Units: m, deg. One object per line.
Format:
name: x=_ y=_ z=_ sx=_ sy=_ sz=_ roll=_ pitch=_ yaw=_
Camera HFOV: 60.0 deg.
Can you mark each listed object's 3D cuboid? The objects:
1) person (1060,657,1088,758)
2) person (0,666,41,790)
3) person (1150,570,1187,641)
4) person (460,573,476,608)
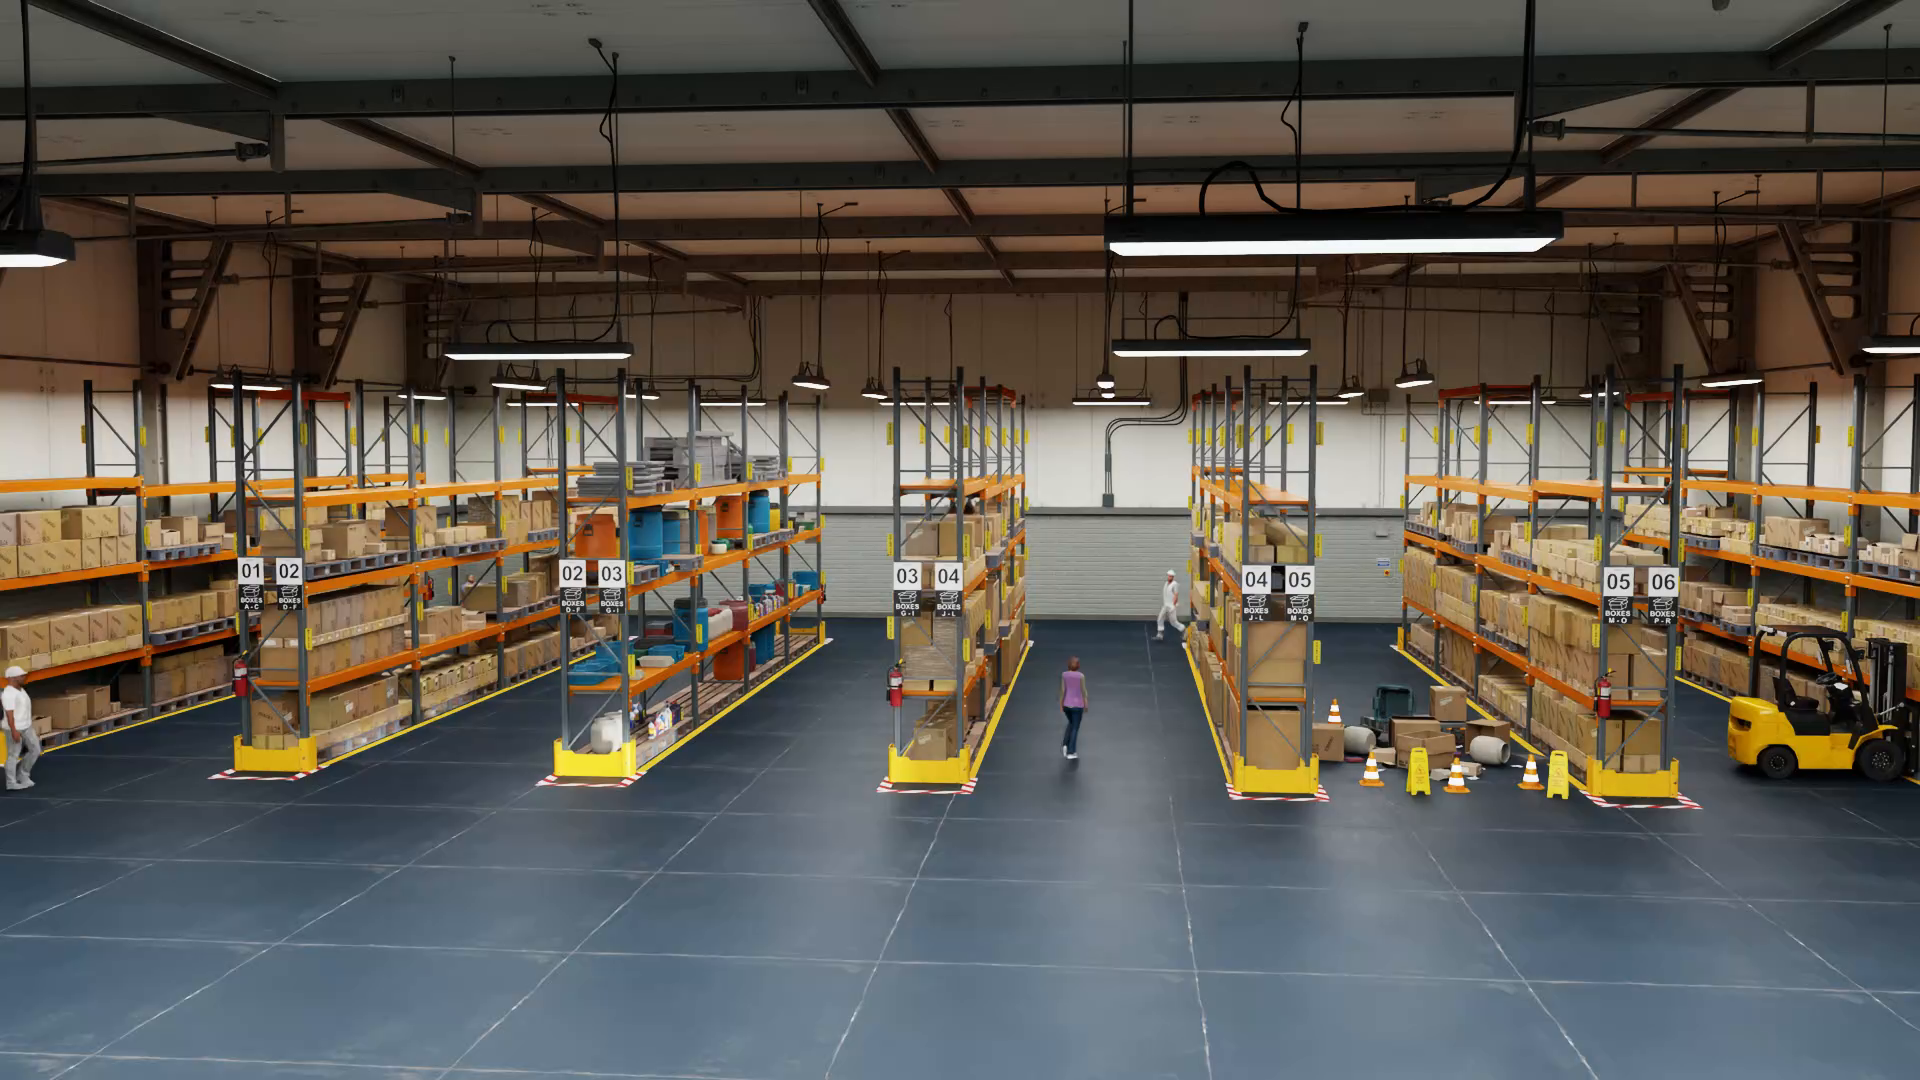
person: x=1.779 y=2.592 z=25.766 sx=0.405 sy=1.596 sz=0.420 roll=3 pitch=4 yaw=38
person: x=-13.361 y=2.666 z=23.578 sx=0.456 sy=1.762 sz=0.602 roll=0 pitch=4 yaw=4
person: x=5.151 y=1.604 z=40.527 sx=0.972 sy=1.743 sz=0.651 roll=0 pitch=4 yaw=-6
person: x=-12.169 y=1.629 z=41.485 sx=0.598 sy=1.585 sz=0.976 roll=0 pitch=4 yaw=5
